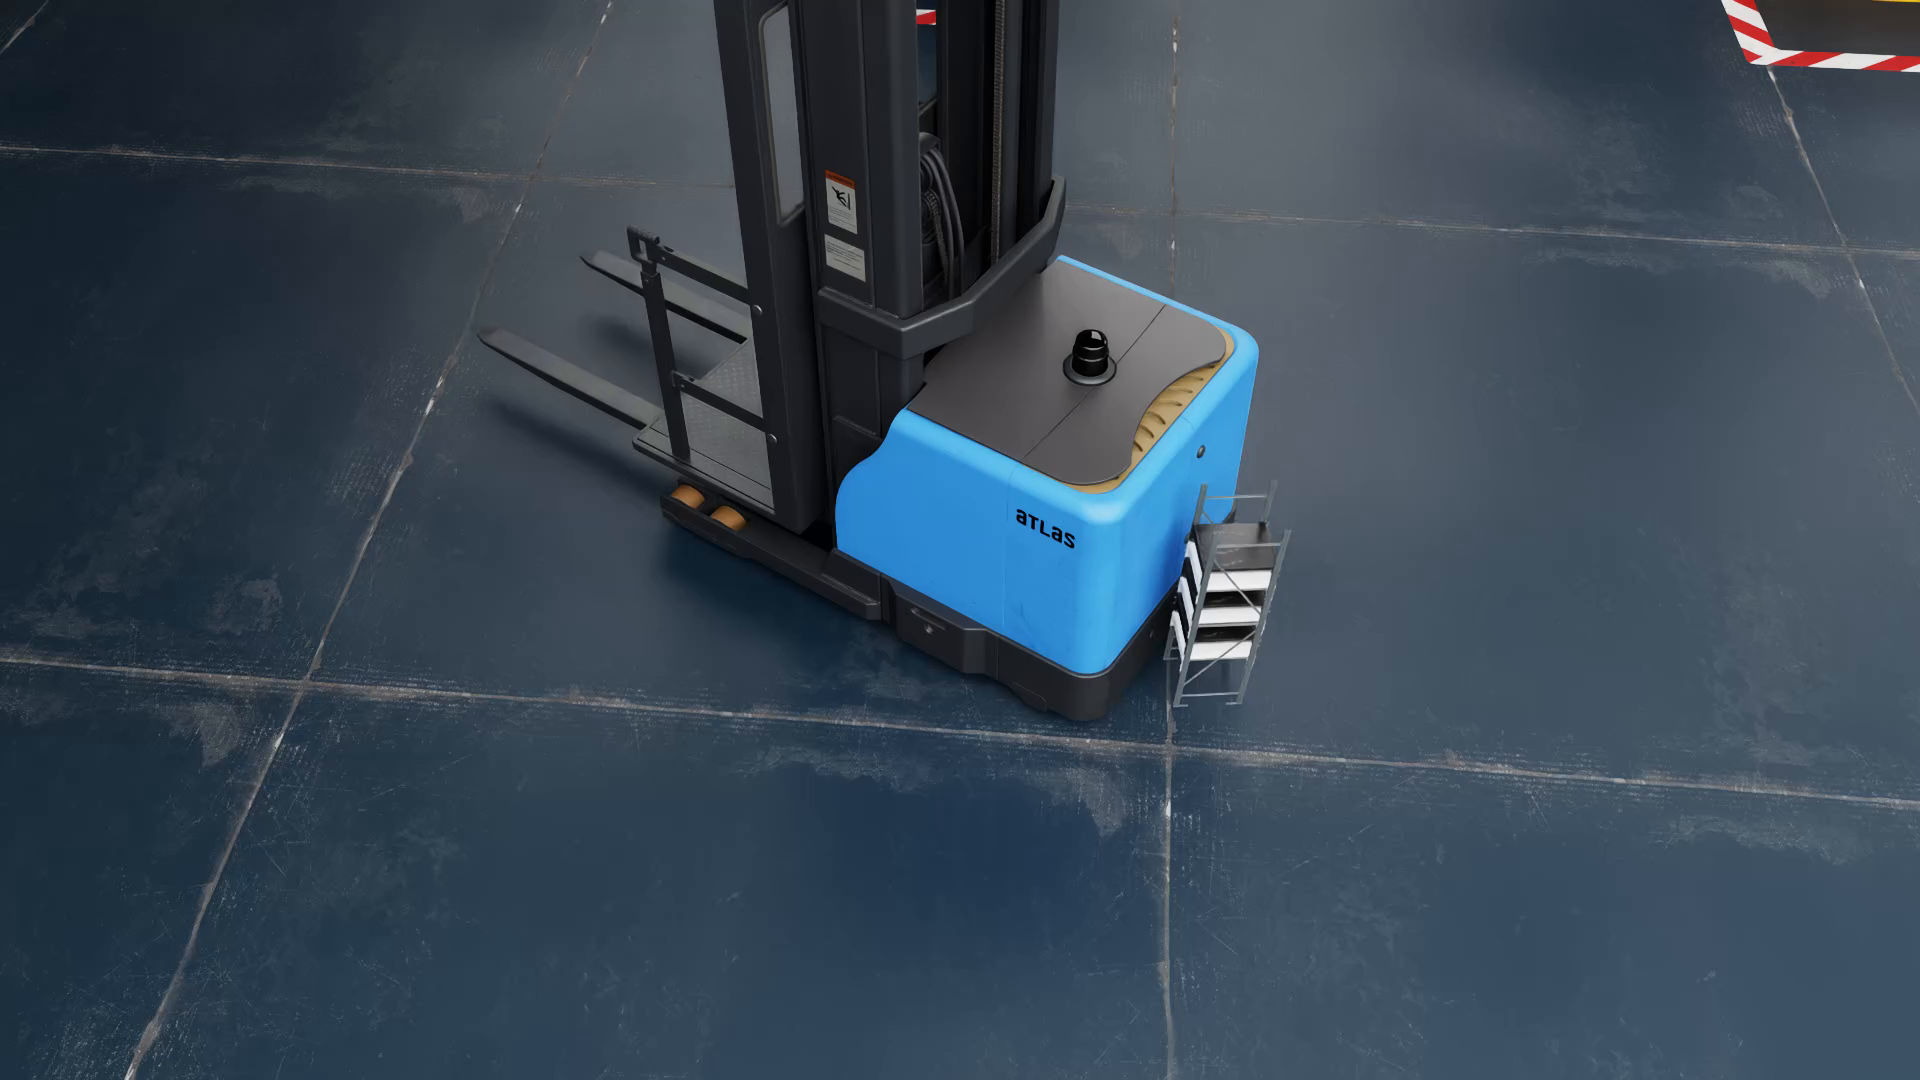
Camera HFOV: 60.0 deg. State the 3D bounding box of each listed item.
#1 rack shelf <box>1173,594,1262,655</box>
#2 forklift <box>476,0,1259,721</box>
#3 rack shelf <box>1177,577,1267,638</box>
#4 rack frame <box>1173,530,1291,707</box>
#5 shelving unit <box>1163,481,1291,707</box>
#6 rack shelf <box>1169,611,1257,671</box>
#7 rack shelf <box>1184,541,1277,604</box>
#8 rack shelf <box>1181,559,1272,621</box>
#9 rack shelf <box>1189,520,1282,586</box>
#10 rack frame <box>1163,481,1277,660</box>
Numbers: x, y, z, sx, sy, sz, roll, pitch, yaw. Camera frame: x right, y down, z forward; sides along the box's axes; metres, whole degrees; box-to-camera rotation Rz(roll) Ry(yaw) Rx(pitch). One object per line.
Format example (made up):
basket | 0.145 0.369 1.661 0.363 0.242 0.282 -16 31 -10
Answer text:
rack shelf | 0.855 0.276 5.544 0.258 0.077 0.200 -2 49 -5
forklift | -0.515 -1.247 5.405 3.031 2.935 1.130 27 53 22
rack shelf | 0.859 0.217 5.476 0.258 0.077 0.200 -2 49 -5
rack frame | 0.869 0.271 5.385 0.240 0.900 0.006 -2 49 -5
shelving unit | 0.860 0.195 5.451 0.258 0.900 0.210 -2 49 -5
rack shelf | 0.851 0.336 5.612 0.258 0.077 0.200 -2 49 -5
rack shelf | 0.866 0.098 5.341 0.258 0.077 0.200 -2 49 -5
rack shelf | 0.863 0.158 5.409 0.258 0.077 0.200 -2 49 -5
rack shelf | 0.870 0.039 5.274 0.258 0.077 0.200 -2 49 -5
rack frame | 0.852 0.119 5.518 0.240 0.900 0.006 -2 49 -5
